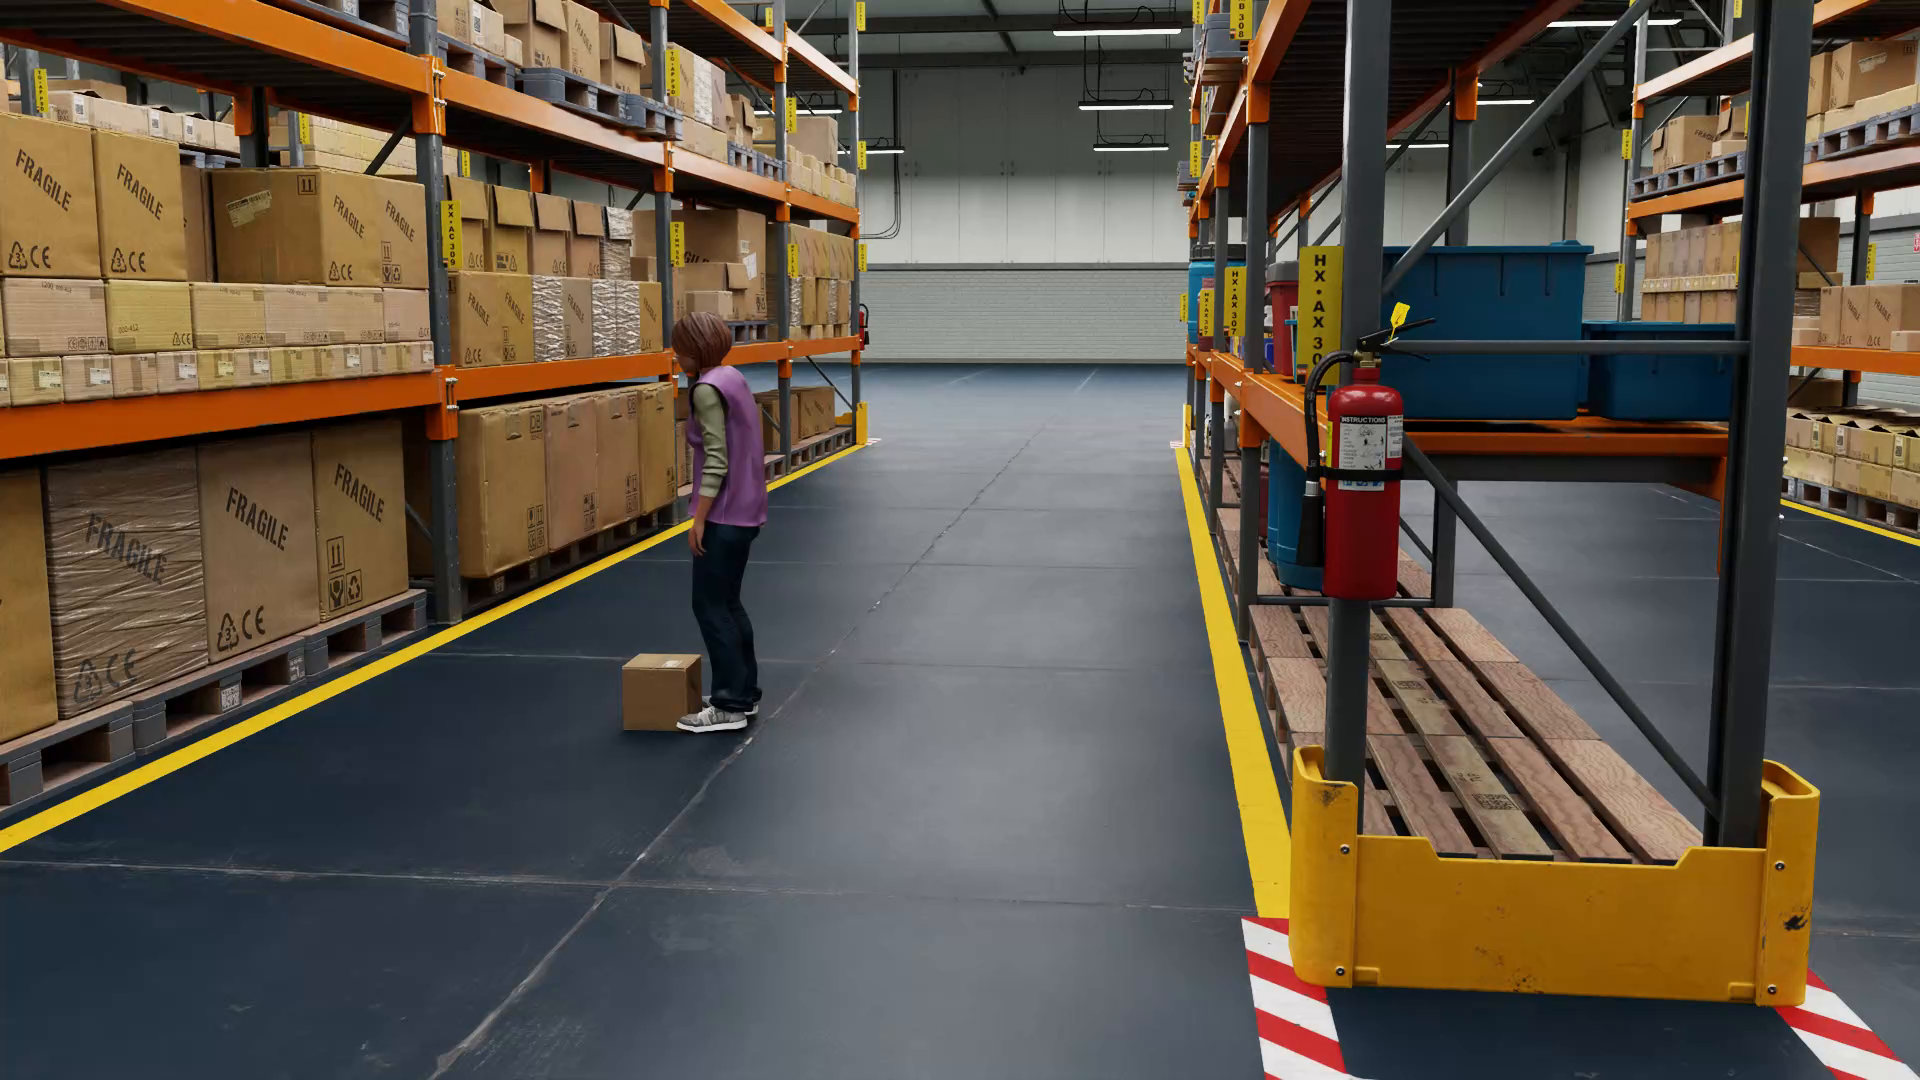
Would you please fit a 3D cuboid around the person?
[{"bbox_3d":[-0.912,-0.072,6.364,0.343,1.593,0.461,1,8,7],"label":"person"}]
